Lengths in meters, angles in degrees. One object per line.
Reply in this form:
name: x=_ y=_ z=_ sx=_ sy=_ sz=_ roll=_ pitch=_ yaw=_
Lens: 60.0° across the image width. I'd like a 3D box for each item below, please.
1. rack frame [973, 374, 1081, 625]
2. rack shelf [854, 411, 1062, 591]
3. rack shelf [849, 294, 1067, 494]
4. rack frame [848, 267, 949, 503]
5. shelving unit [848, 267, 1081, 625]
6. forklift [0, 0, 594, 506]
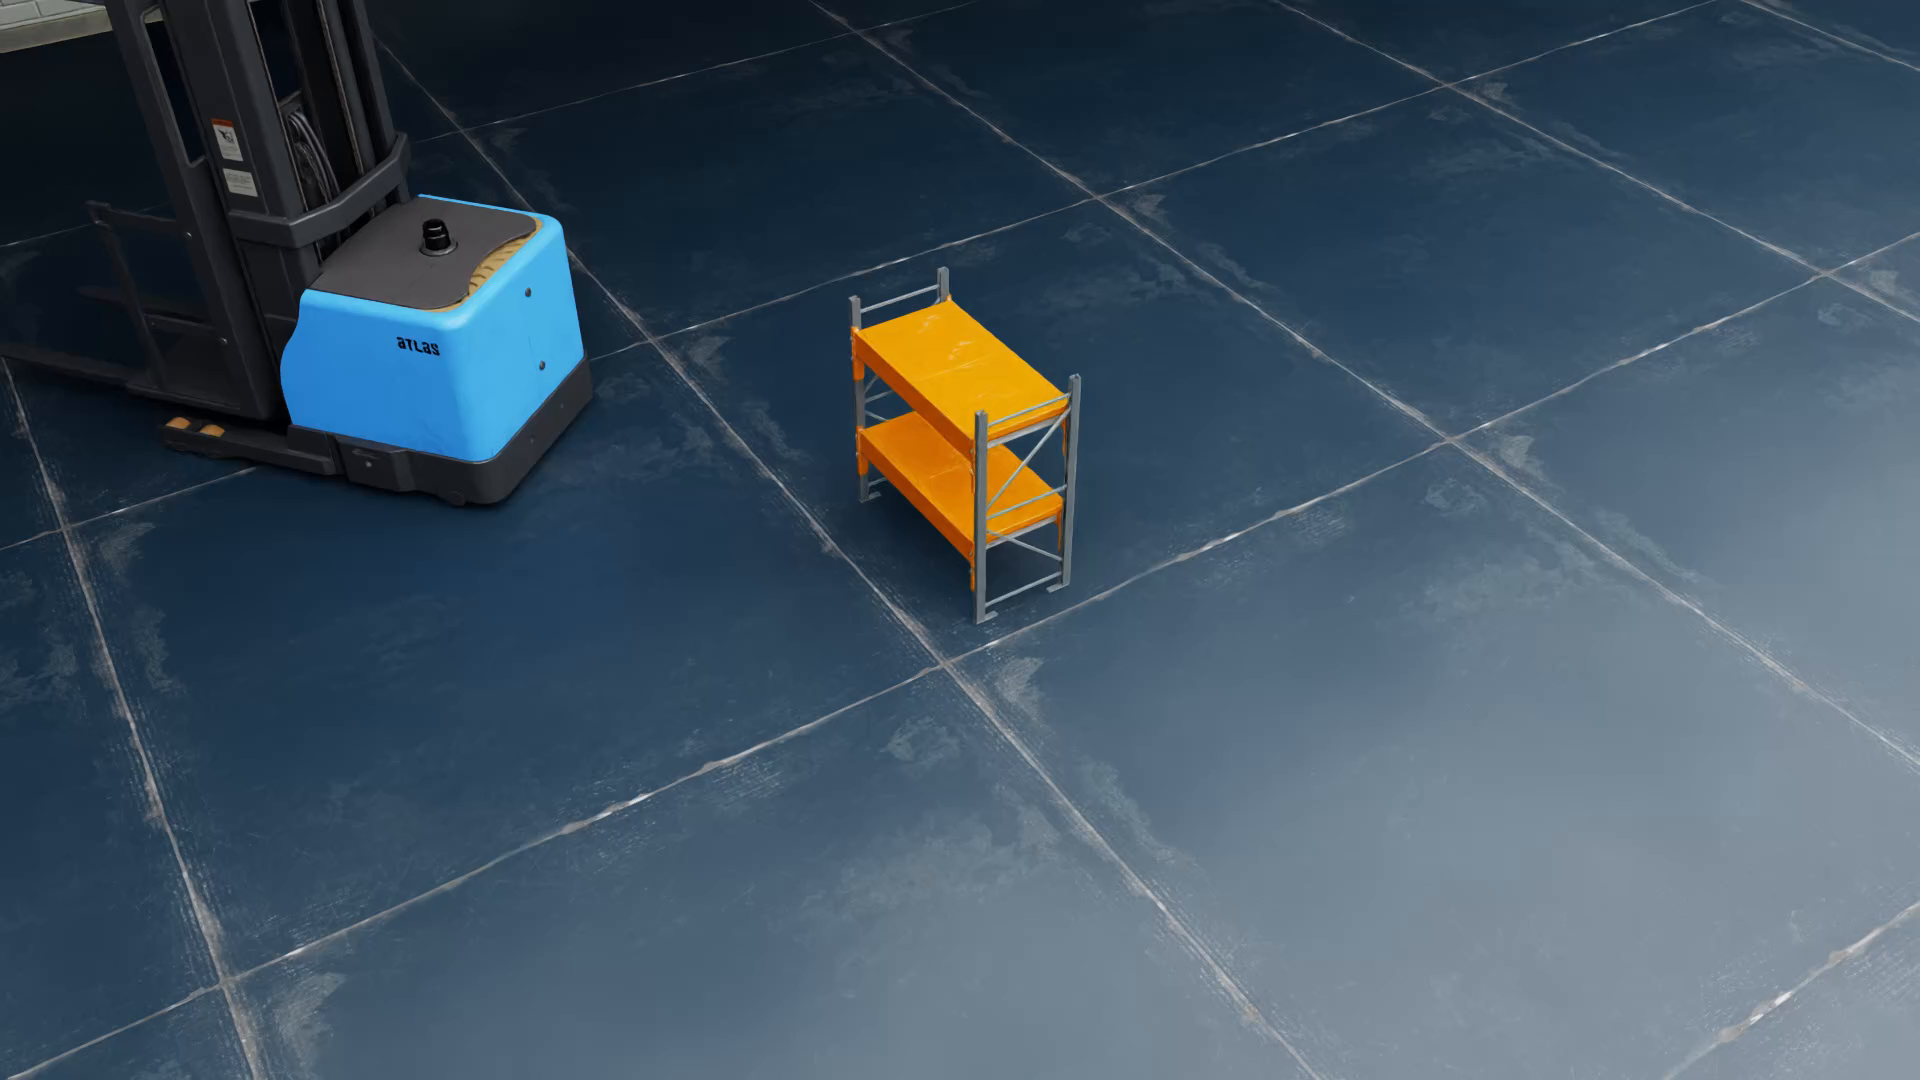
rack frame: x=0.277 y=-0.154 z=7.056 sx=0.500 sy=1.125 sz=0.032 roll=-22 pitch=45 yaw=-24
rack shelf: x=0.004 y=-0.241 z=7.542 sx=0.538 sy=0.278 sz=1.000 roll=-22 pitch=45 yaw=-24
rack shelf: x=0.004 y=-0.653 z=7.198 sx=0.538 sy=0.278 sz=1.000 roll=-22 pitch=45 yaw=-24
rack frame: x=-0.270 y=-0.703 z=7.715 sx=0.500 sy=1.125 sz=0.032 roll=-22 pitch=45 yaw=-24
shelving unit: x=0.004 y=-0.428 z=7.386 sx=0.538 sy=1.125 sz=1.048 roll=-22 pitch=45 yaw=-24
forklift: x=-3.455 y=-1.839 z=7.668 sx=3.031 sy=2.935 sz=1.130 roll=12 pitch=41 yaw=14
